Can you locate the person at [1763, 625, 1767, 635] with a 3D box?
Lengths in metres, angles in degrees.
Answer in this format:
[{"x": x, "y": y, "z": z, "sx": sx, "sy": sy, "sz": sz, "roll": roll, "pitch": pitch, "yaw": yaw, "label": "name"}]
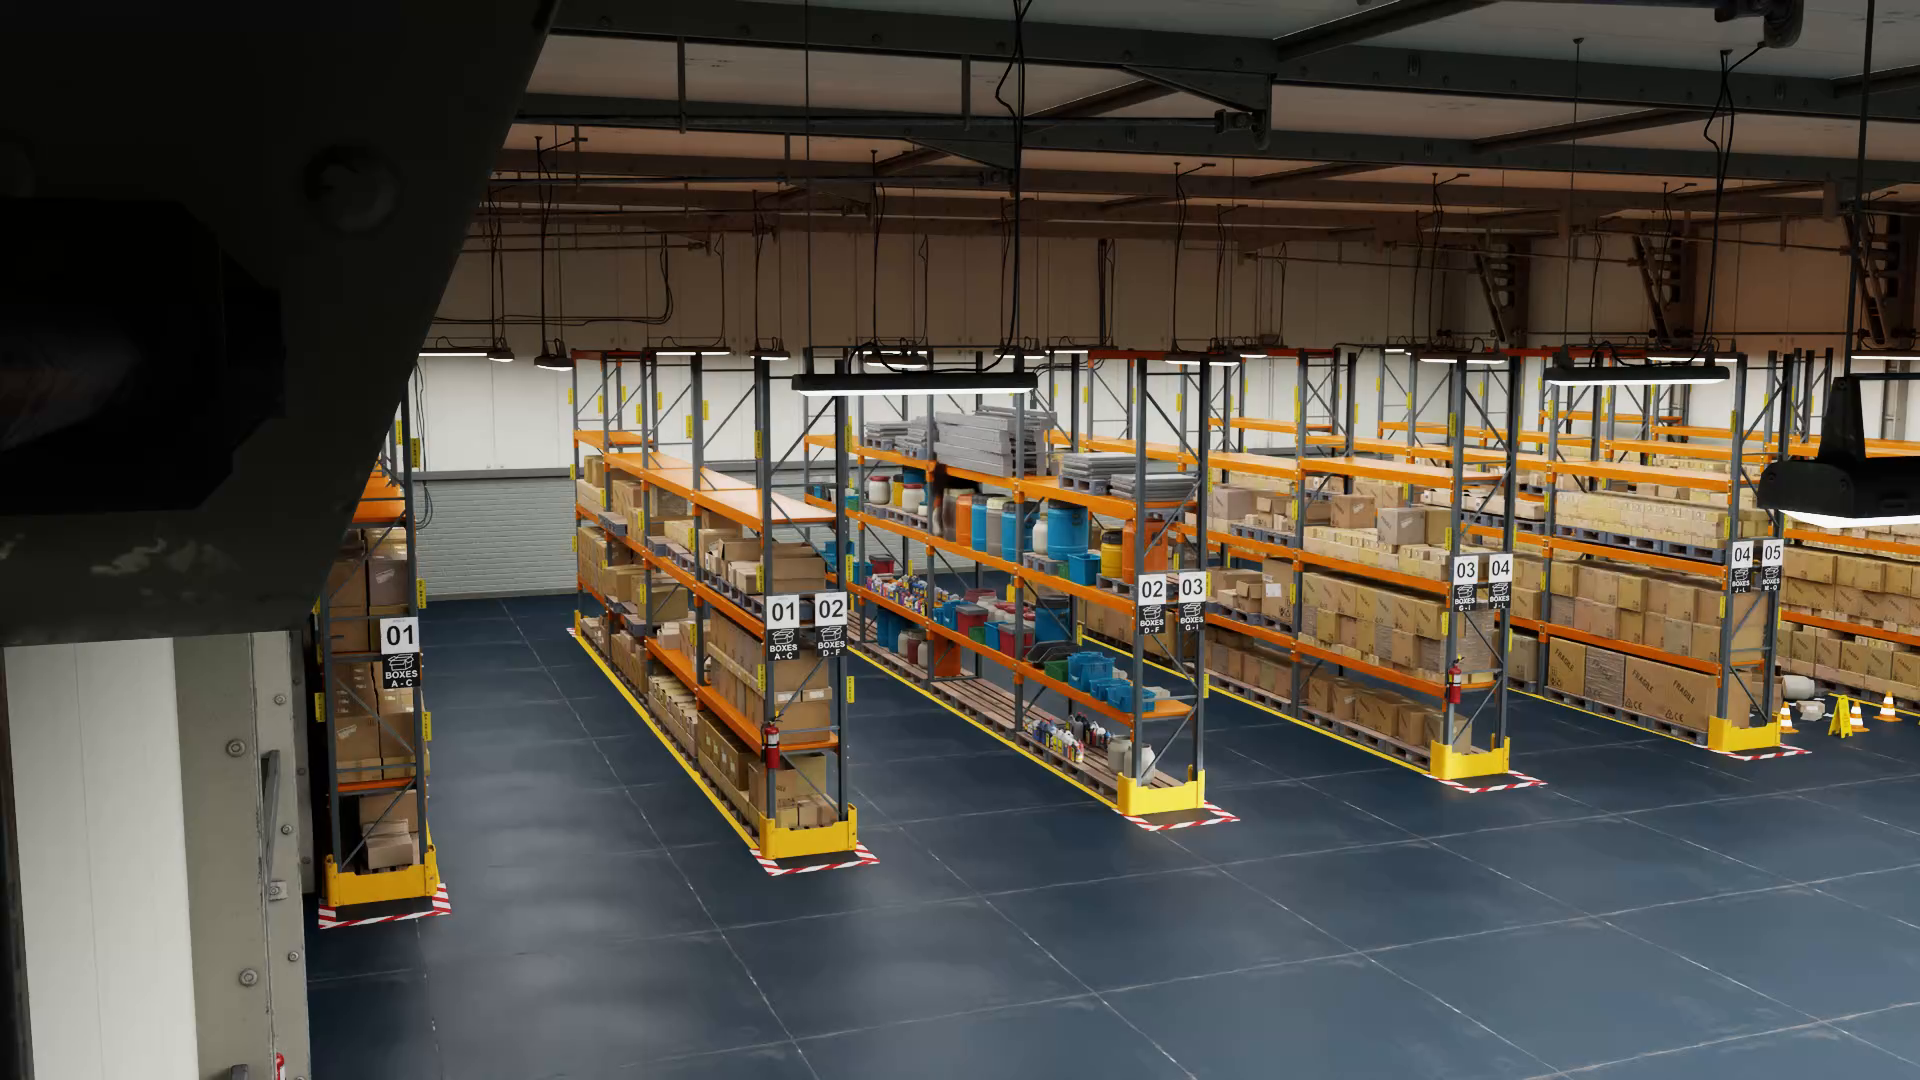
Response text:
[{"x": 16.041, "y": 1.422, "z": 33.265, "sx": 0.741, "sy": 1.588, "sz": 0.879, "roll": -6, "pitch": 9, "yaw": -38, "label": "person"}]
